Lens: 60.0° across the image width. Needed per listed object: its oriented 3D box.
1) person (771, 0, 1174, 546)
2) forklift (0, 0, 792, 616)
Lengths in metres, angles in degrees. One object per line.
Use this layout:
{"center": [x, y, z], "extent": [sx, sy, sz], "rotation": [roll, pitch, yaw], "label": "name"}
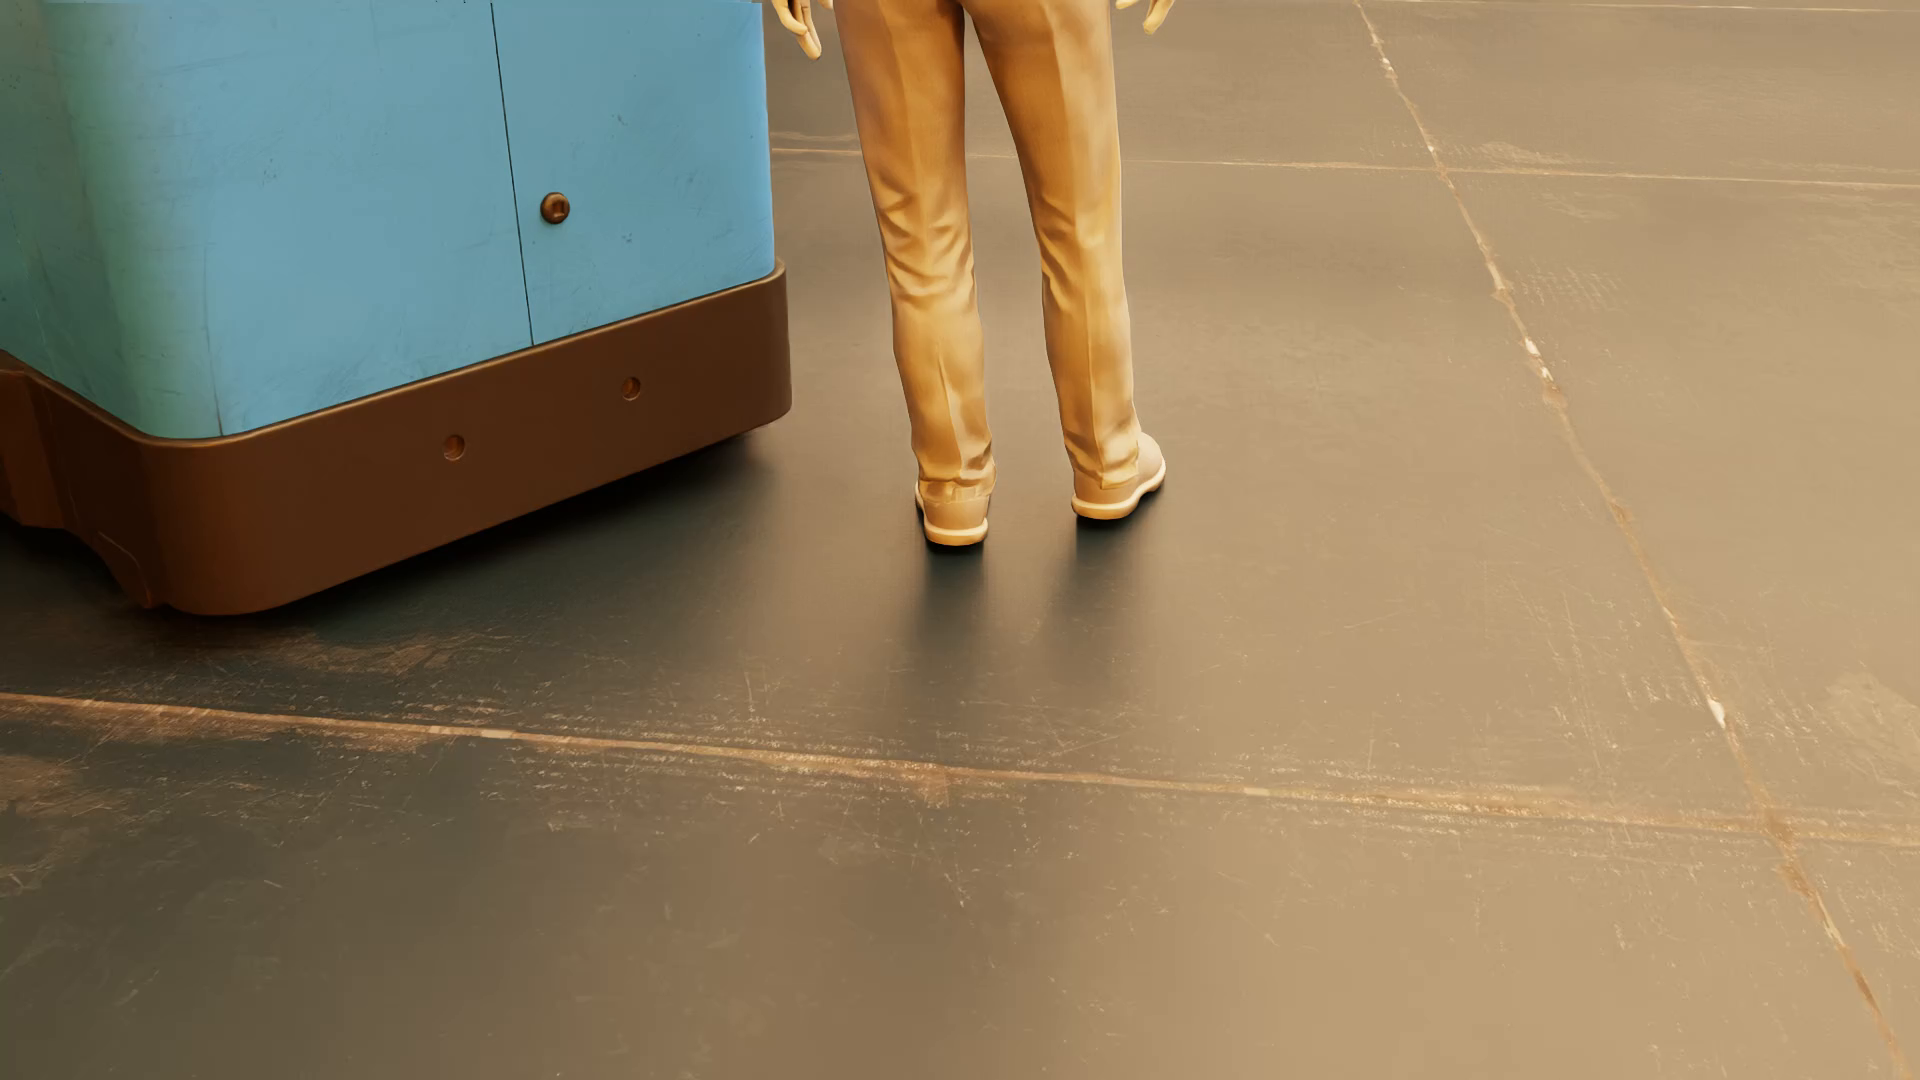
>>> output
{"center": [0.016, -0.795, 2.179], "extent": [0.586, 1.694, 0.530], "rotation": [3, 27, 7], "label": "person"}
{"center": [-1.708, -1.759, 2.742], "extent": [3.031, 2.935, 1.130], "rotation": [22, 34, 37], "label": "forklift"}
